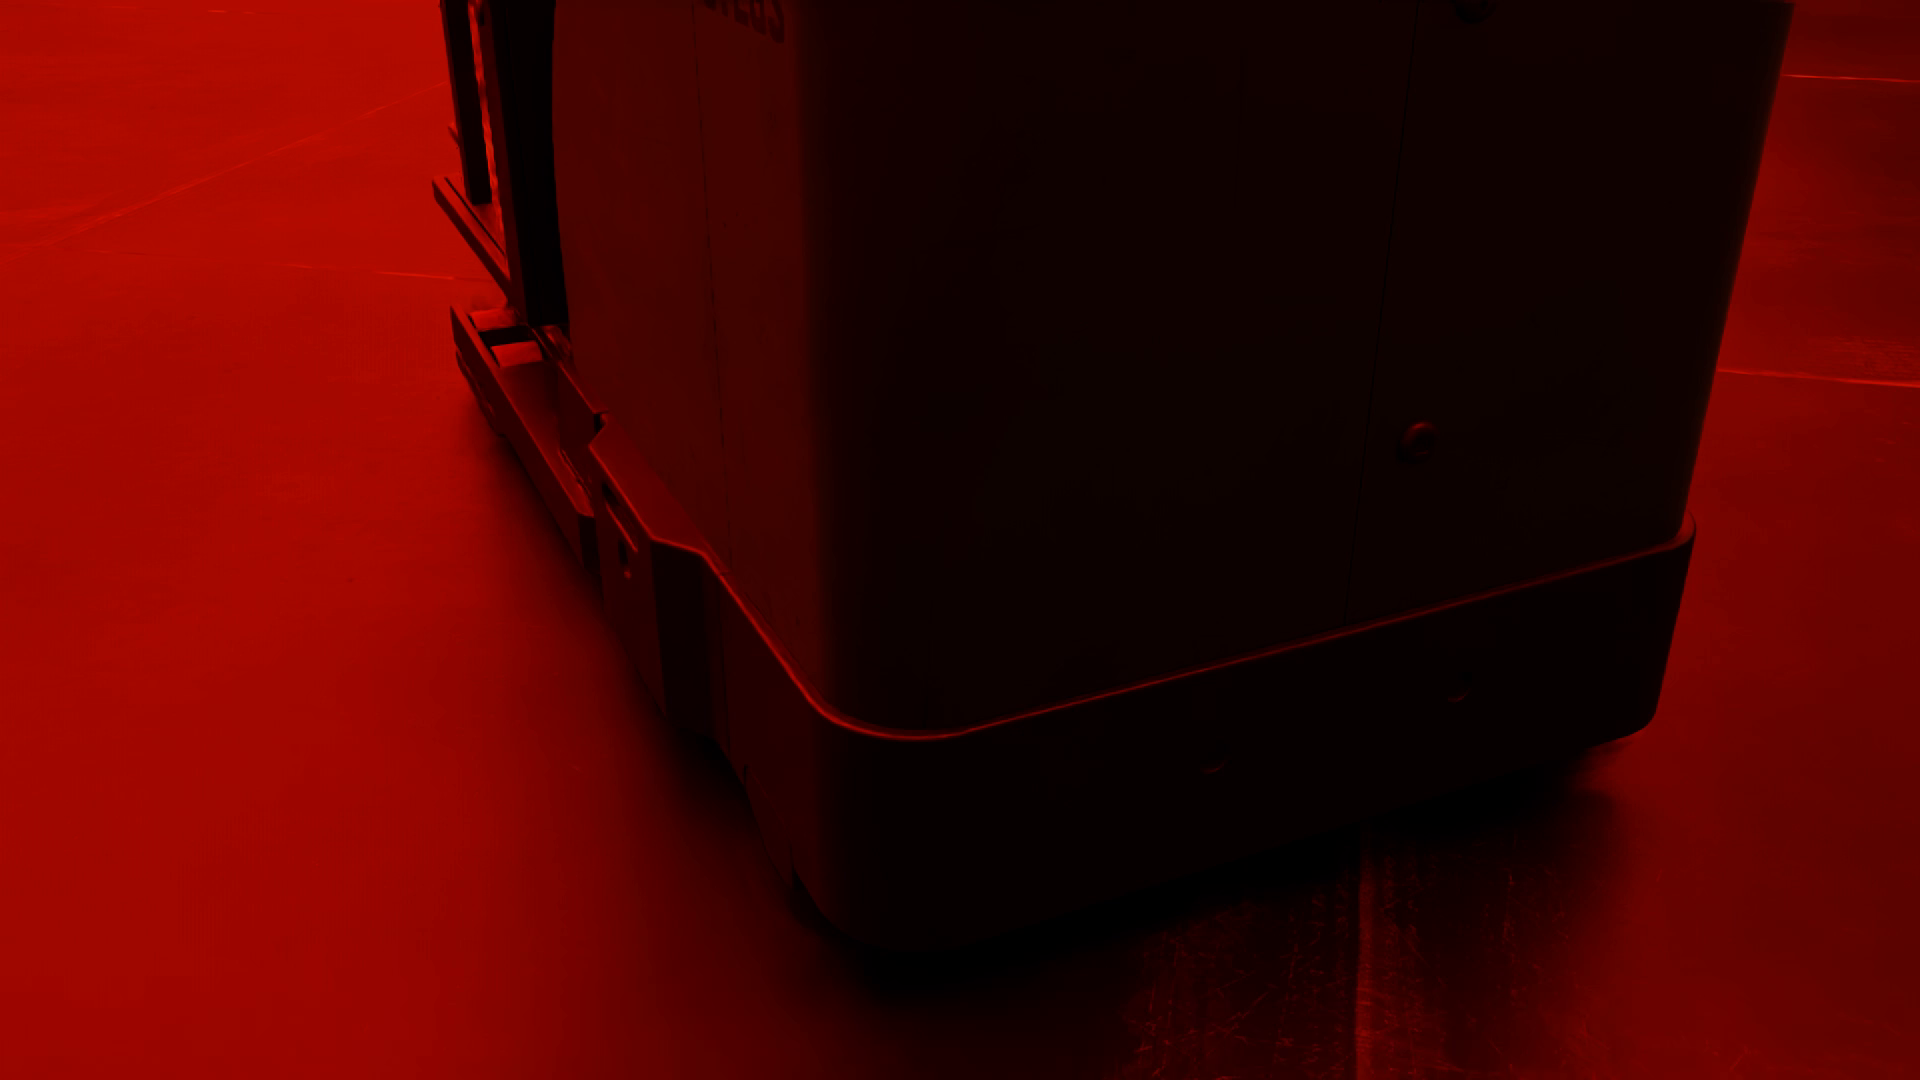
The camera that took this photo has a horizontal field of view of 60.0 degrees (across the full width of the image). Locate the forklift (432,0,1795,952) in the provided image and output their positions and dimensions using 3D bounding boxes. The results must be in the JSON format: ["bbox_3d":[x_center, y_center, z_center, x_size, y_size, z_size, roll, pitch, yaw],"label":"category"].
[{"bbox_3d":[-0.264,-1.557,2.332,1.130,2.935,3.031,-12,29,-22],"label":"forklift"}]
